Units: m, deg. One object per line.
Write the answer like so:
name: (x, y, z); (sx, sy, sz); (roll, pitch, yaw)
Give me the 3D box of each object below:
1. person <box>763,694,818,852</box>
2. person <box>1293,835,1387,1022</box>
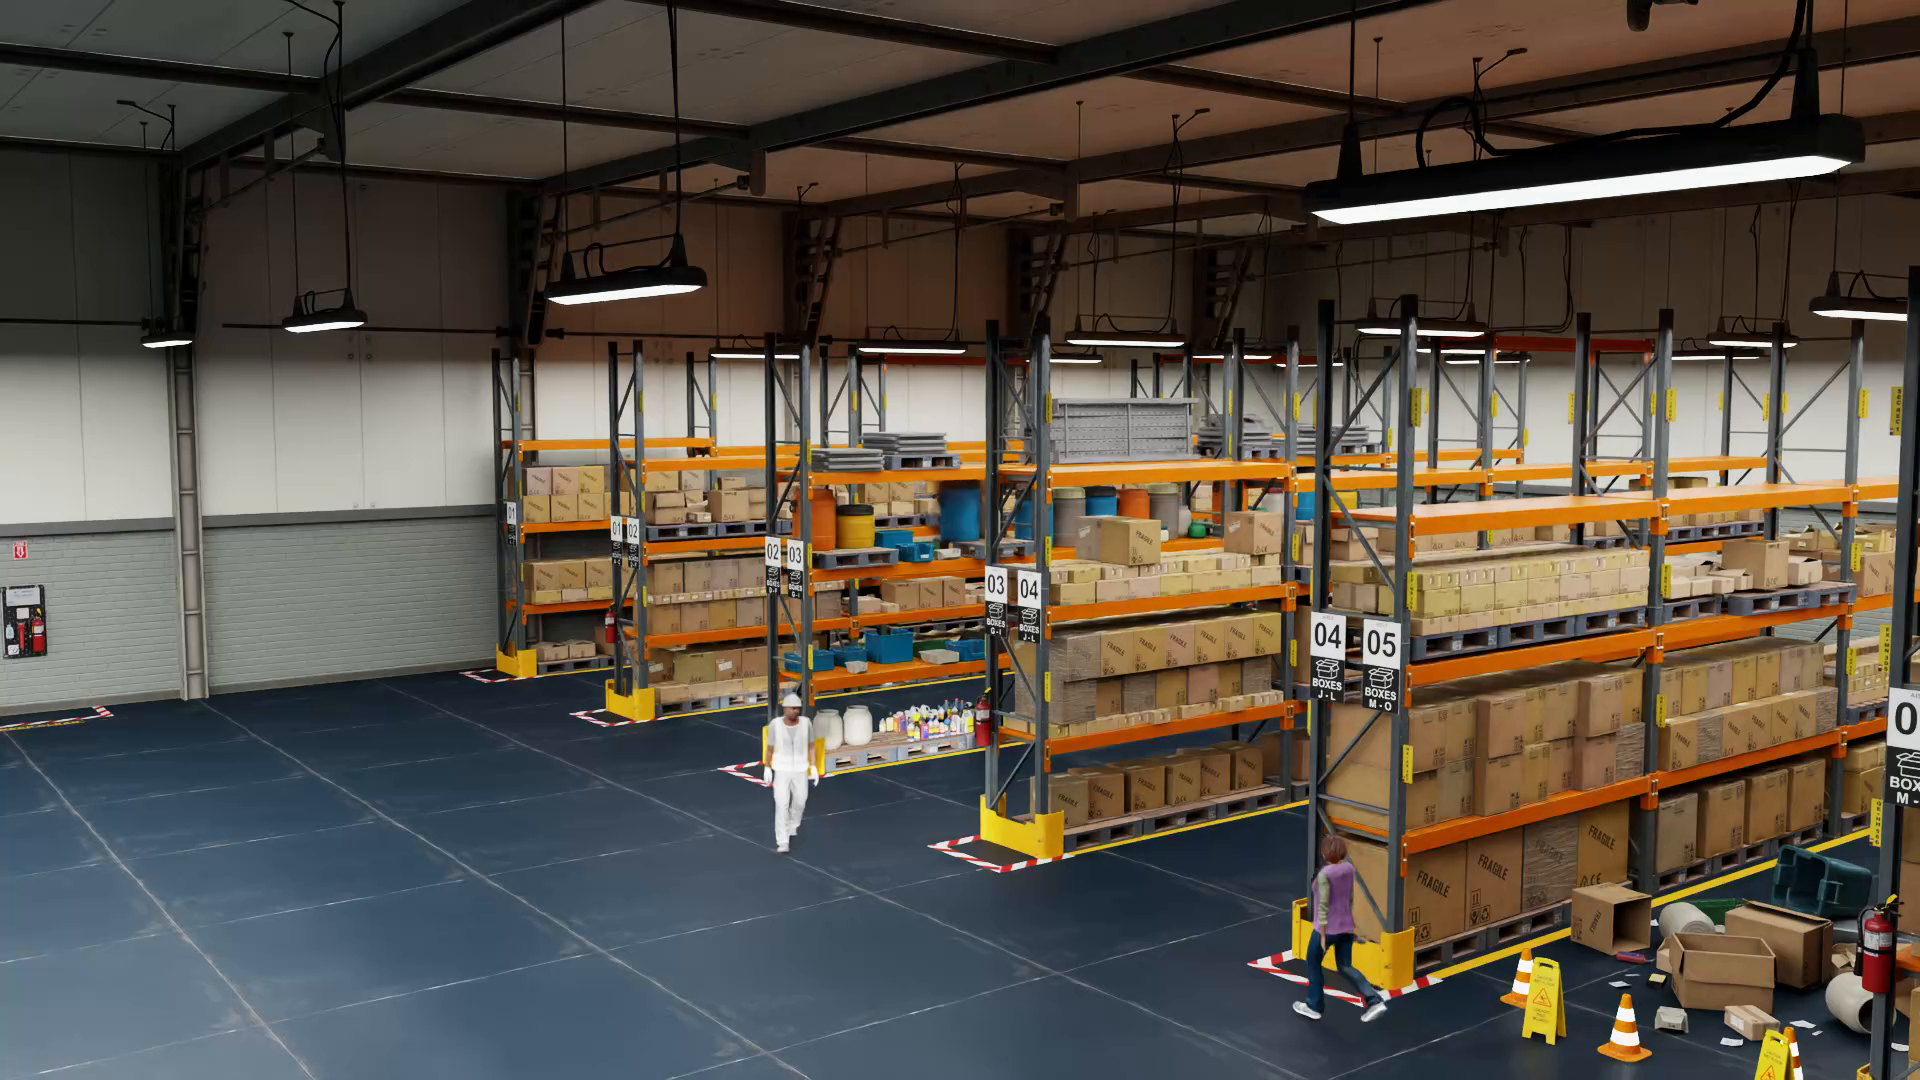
person: (-1.937, 2.625, 18.989); (0.590, 1.772, 0.852); (-2, 5, -18)
person: (3.084, 3.174, 13.552); (0.414, 1.543, 0.847); (-4, 6, -36)
